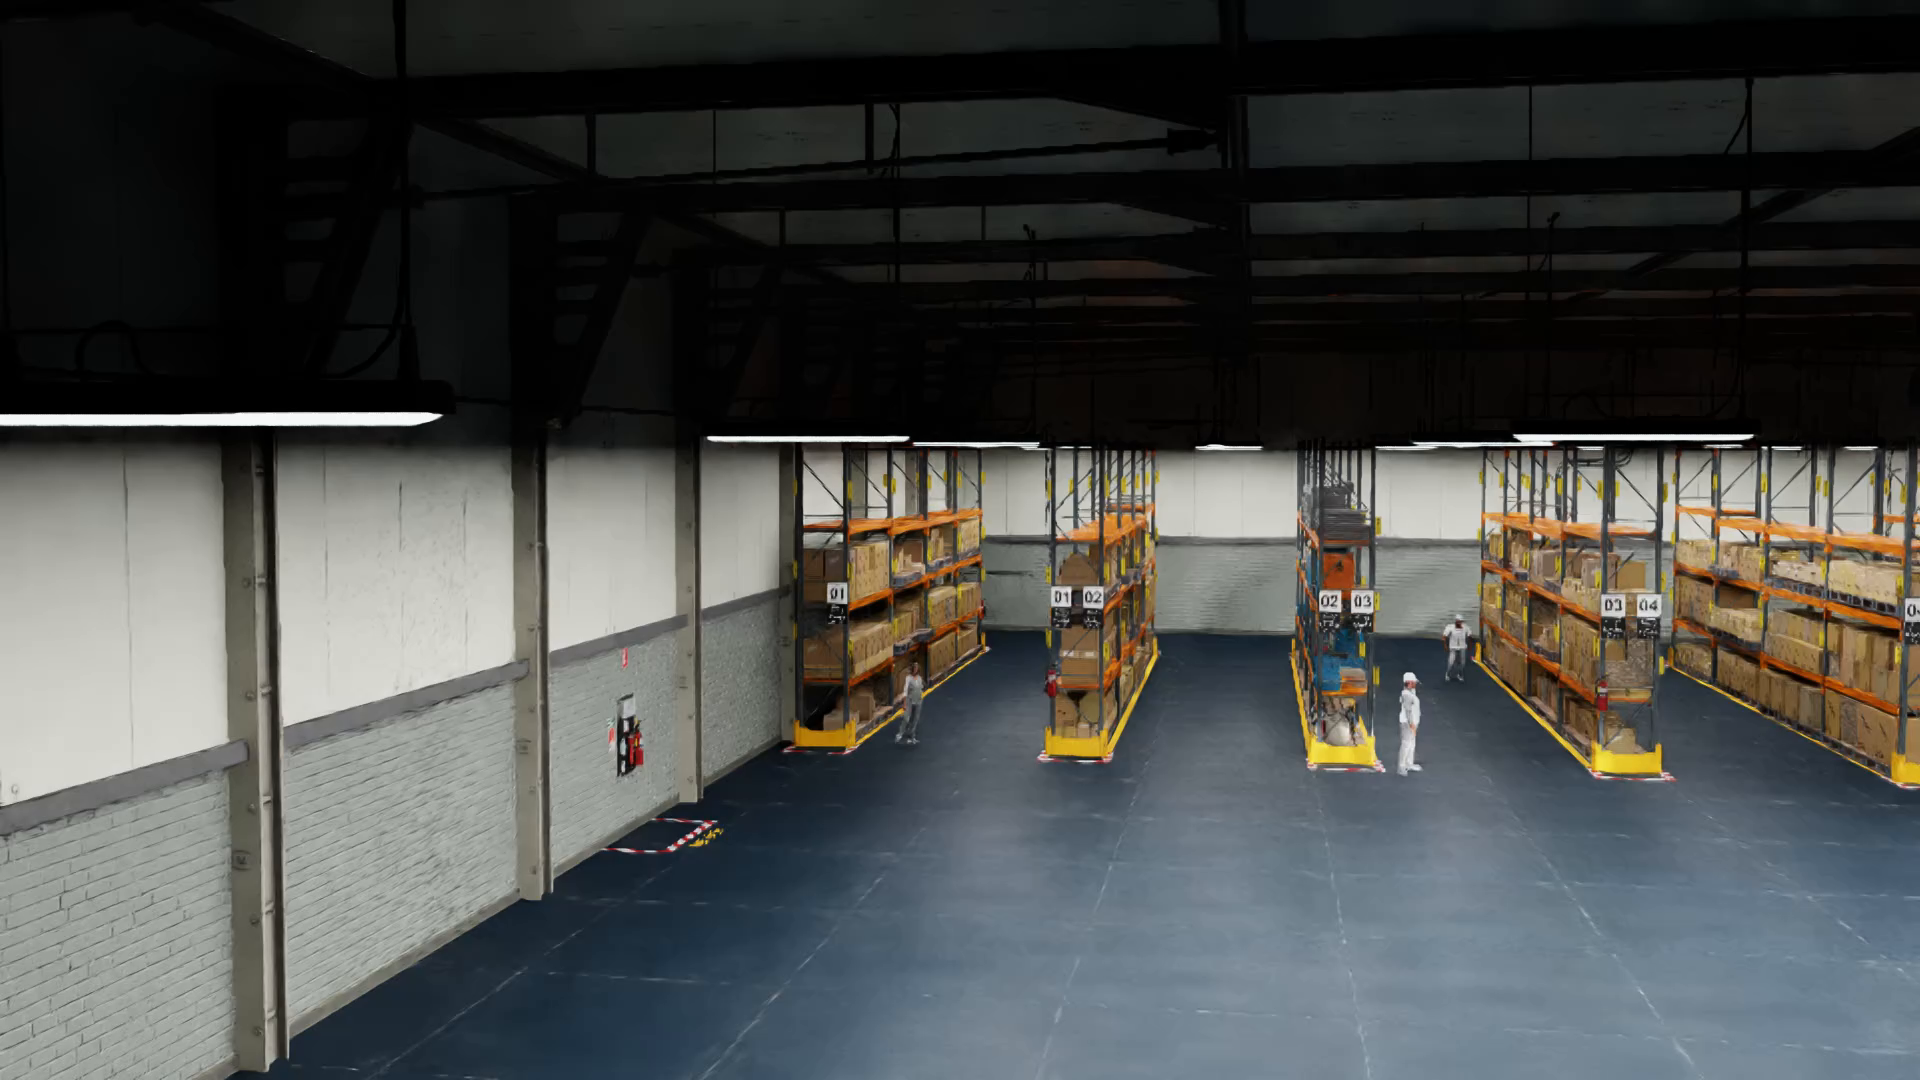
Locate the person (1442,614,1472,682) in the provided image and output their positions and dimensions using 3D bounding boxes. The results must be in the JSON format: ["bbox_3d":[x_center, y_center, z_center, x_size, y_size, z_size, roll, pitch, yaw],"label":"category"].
[{"bbox_3d":[12.369,2.686,41.369,0.719,1.713,0.578,0,3,8],"label":"person"}]

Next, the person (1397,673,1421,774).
[{"bbox_3d":[8.014,3.248,29.656,0.388,1.775,0.681,1,3,21],"label":"person"}]

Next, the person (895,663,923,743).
[{"bbox_3d":[-0.992,3.197,32.583,0.553,1.585,0.455,-2,4,-33],"label":"person"}]
